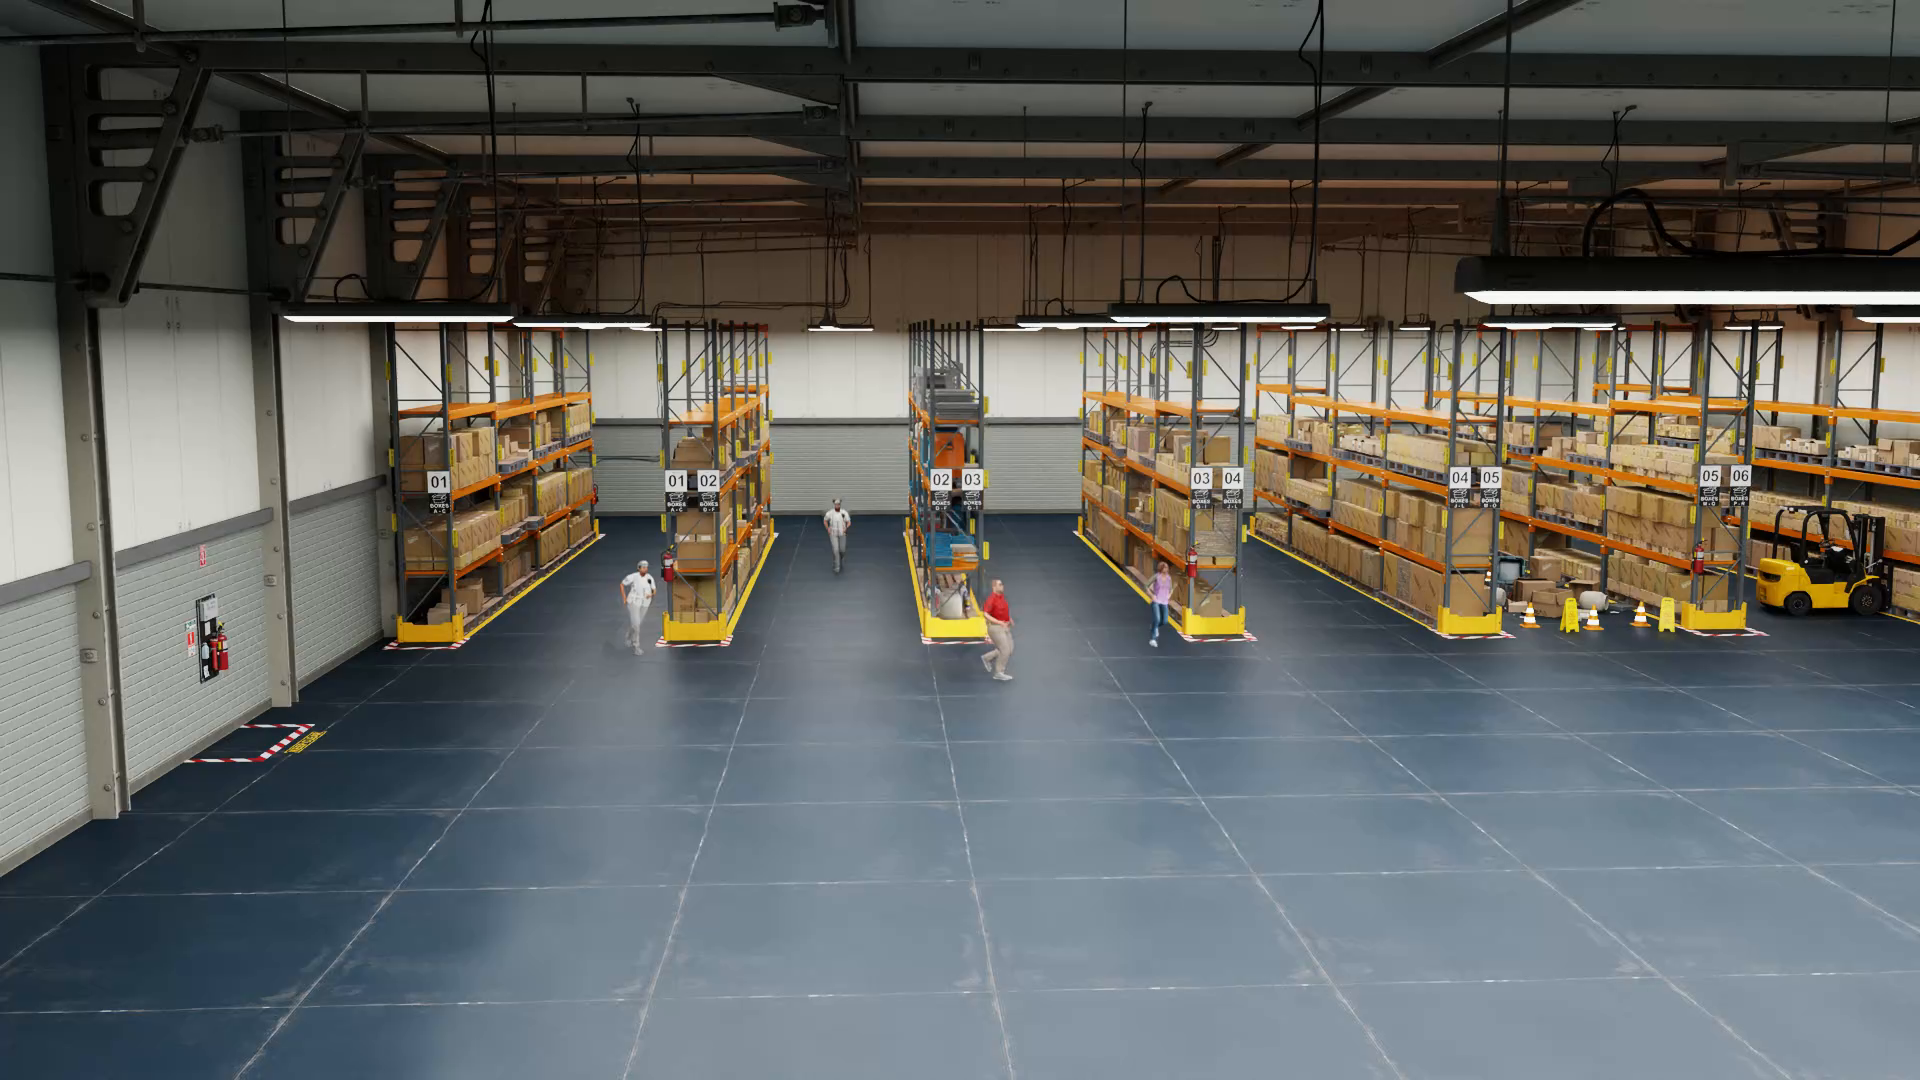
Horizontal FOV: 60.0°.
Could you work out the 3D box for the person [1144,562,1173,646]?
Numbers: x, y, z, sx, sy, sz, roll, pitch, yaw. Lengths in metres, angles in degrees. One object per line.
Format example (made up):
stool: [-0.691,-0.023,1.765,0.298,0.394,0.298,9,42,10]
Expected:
person: [3.706,1.179,30.945,0.563,1.523,0.626,-2,7,-19]

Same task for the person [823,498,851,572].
person: [-2.993,-0.142,40.515,0.673,1.766,0.714,-1,7,-9]

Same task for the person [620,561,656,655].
person: [-5.802,1.192,30.165,0.642,1.647,0.871,-5,9,-36]

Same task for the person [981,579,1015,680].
person: [0.606,1.482,27.643,0.629,1.672,0.661,3,8,24]
